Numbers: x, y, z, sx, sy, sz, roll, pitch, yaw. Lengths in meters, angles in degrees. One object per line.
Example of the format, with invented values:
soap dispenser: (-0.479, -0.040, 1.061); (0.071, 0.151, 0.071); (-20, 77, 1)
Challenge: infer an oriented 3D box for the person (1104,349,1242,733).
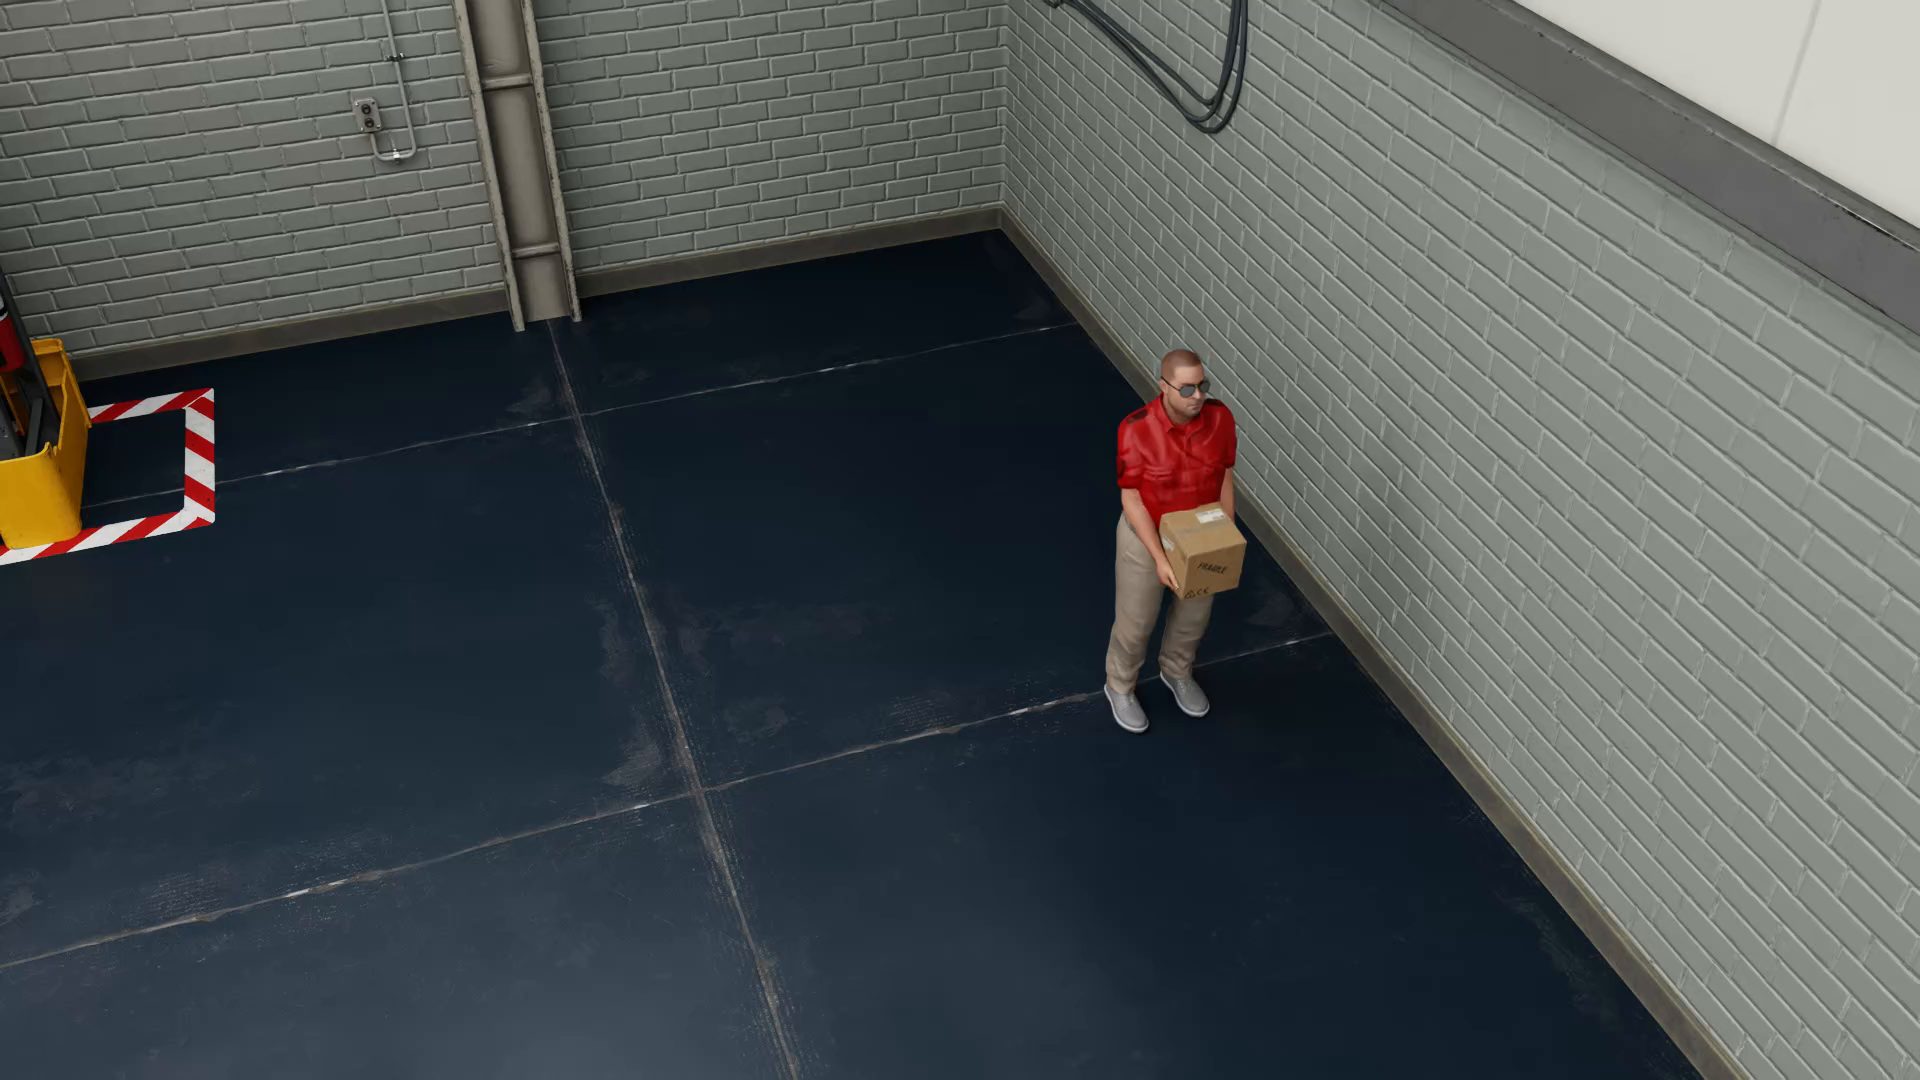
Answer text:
person: (0.893, 0.058, 6.726); (0.509, 1.719, 0.520); (-13, 39, -16)
